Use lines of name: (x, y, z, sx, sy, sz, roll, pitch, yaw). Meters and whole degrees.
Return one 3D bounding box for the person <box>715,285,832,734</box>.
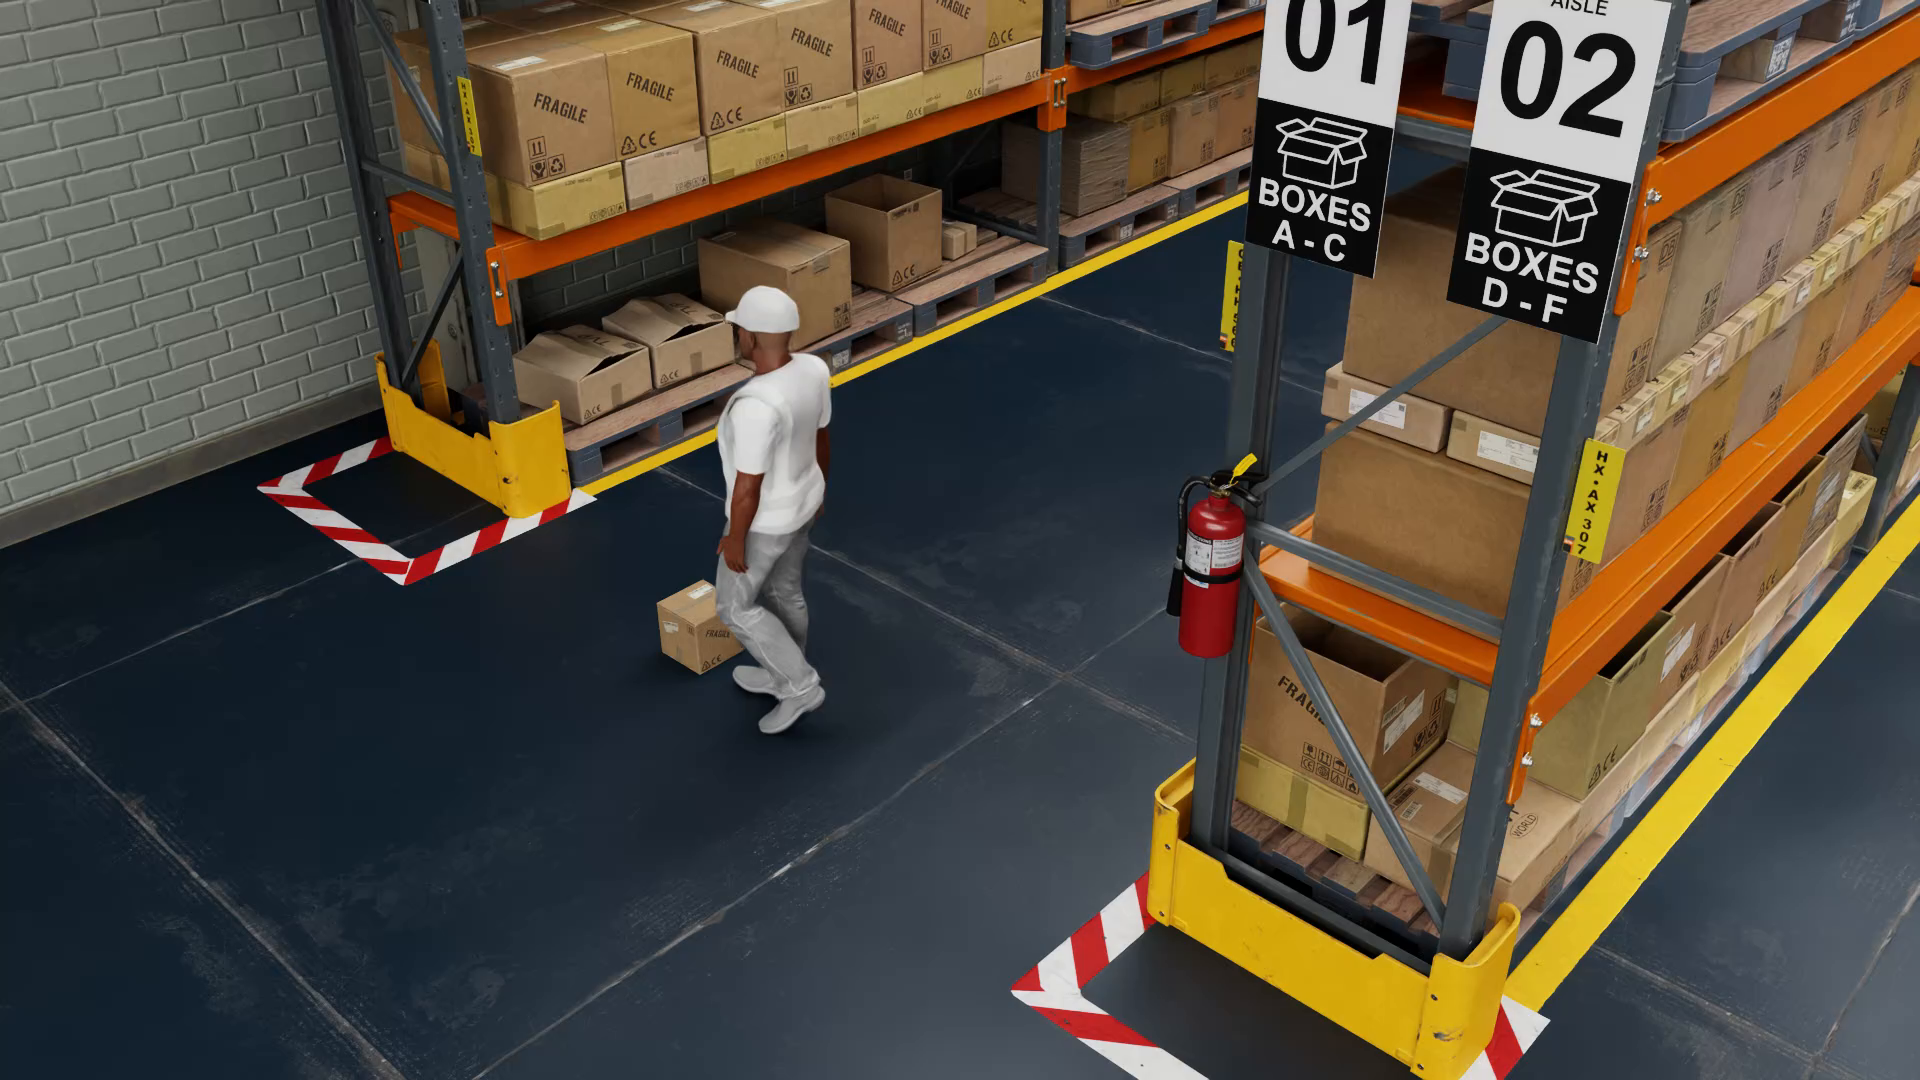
person: (-0.712, -0.115, 6.289, 0.498, 1.776, 0.587, 12, 33, 19)
